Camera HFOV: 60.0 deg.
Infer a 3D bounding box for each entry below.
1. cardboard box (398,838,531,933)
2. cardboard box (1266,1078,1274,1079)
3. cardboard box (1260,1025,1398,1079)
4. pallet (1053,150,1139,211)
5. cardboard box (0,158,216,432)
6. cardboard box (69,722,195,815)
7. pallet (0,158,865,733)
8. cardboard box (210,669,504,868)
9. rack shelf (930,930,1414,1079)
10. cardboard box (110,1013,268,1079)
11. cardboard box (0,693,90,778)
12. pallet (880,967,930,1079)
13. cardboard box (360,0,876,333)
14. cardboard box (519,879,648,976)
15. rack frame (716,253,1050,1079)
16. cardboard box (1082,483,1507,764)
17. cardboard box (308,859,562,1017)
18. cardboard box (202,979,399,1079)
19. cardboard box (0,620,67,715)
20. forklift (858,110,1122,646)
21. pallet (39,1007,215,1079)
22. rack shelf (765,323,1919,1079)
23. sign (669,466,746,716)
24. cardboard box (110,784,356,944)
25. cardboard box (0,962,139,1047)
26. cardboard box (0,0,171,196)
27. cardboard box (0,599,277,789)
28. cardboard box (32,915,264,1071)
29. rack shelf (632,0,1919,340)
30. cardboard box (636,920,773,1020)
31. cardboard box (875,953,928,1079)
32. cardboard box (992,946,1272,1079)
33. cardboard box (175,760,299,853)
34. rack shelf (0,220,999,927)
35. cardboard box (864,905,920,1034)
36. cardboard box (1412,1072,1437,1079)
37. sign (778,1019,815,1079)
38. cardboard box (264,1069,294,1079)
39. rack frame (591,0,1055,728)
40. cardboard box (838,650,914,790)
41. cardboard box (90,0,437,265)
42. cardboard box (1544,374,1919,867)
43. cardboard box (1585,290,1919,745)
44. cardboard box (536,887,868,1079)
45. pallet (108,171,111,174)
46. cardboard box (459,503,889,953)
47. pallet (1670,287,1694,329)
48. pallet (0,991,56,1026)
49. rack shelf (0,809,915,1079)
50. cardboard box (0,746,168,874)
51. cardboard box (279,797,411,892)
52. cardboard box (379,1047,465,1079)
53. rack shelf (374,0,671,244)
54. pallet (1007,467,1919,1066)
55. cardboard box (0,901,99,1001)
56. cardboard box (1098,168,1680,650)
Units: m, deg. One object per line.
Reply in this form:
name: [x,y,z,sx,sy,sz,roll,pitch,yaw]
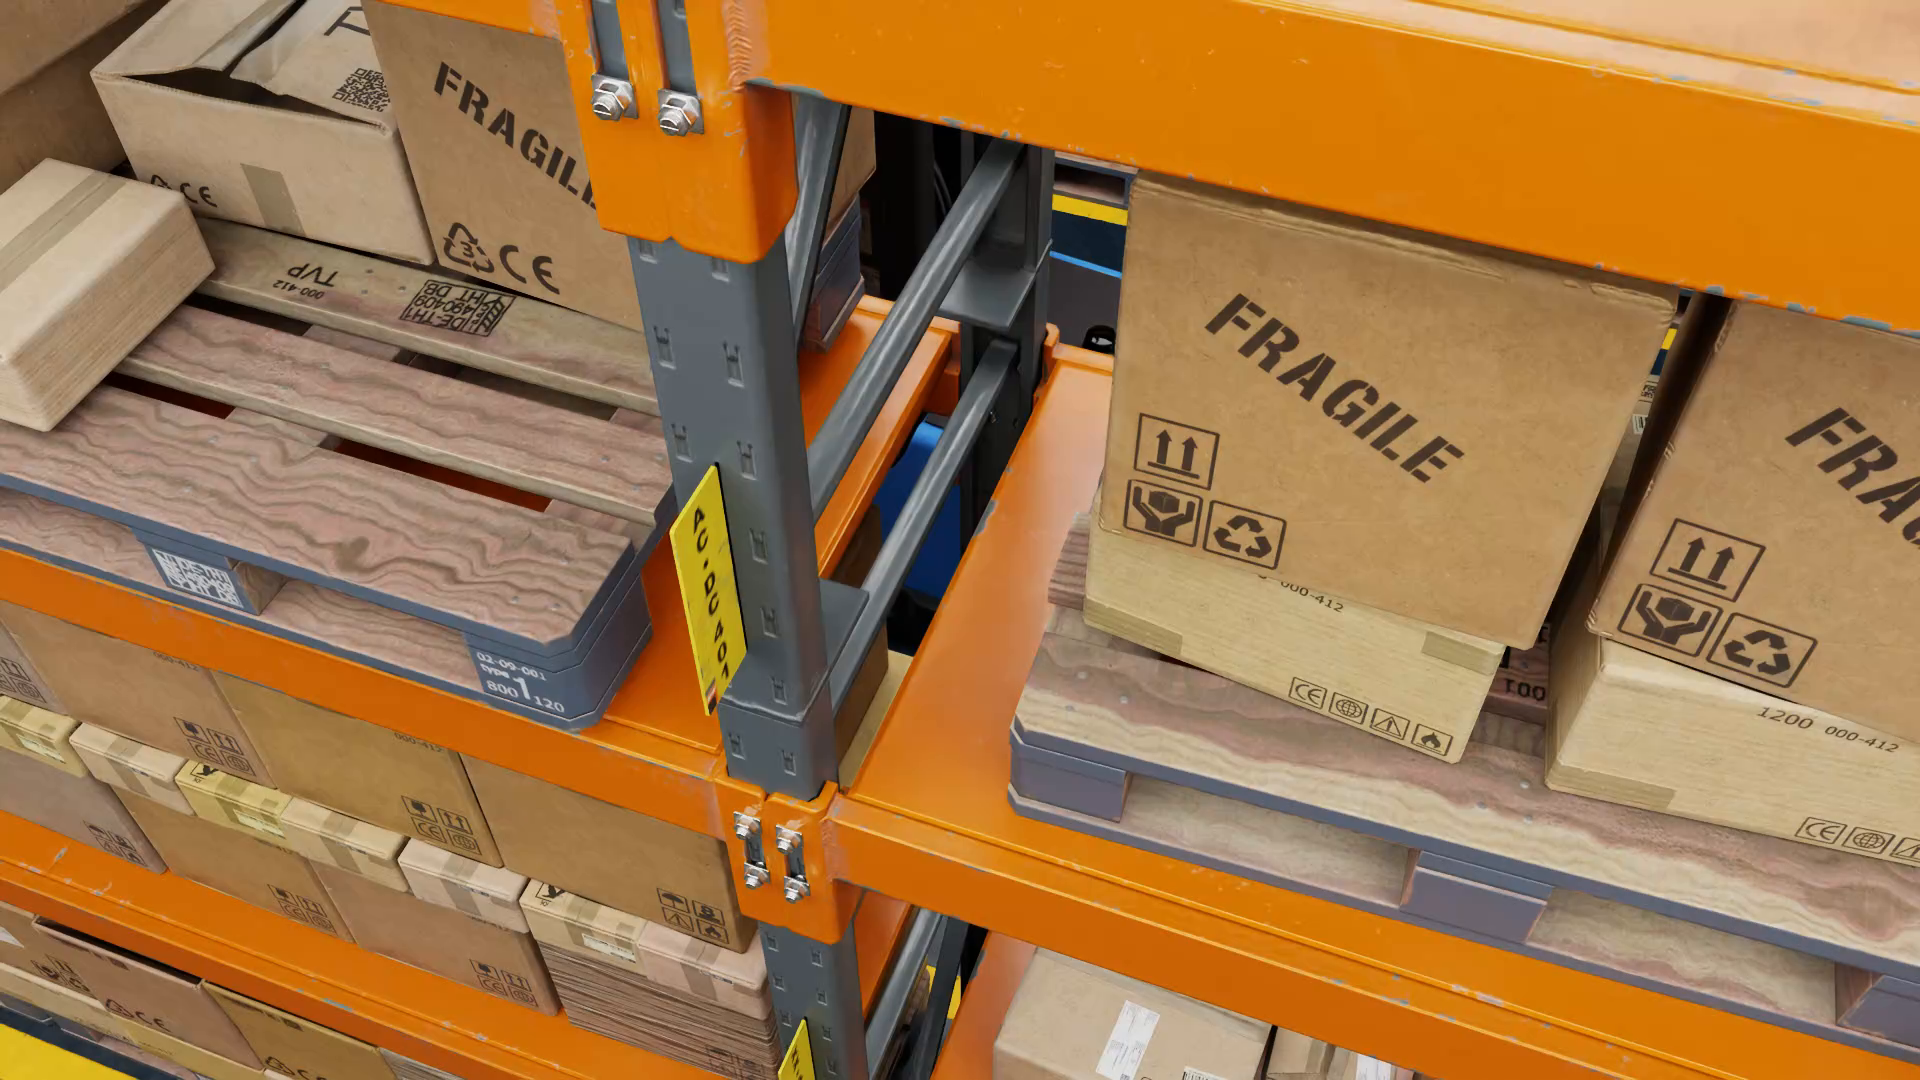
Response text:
cardboard box: [-0.890,0.549,3.294,0.250,0.149,0.380,14,51,12]
cardboard box: [0.677,1.306,3.299,0.250,0.149,0.380,16,51,13]
cardboard box: [0.805,0.991,3.495,0.258,0.266,0.396,14,51,12]
pallet: [0.988,-1.903,7.760,1.213,0.211,1.003,16,51,13]
cardboard box: [-1.309,-0.359,2.387,0.250,0.149,0.380,16,51,13]
cardboard box: [-1.603,0.349,3.468,0.250,0.149,0.380,17,51,14]
pallet: [-0.892,-0.312,2.609,1.213,0.211,1.003,16,51,13]
cardboard box: [-0.976,0.146,3.214,0.500,0.500,0.700,15,51,13]
rack shelf: [1.793,1.606,3.349,4.000,0.370,1.077,16,51,13]
cardboard box: [-2.003,1.254,4.720,0.500,0.250,0.500,16,51,13]
cardboard box: [-1.853,0.281,3.526,0.250,0.149,0.380,17,51,14]
pallet: [-0.815,1.522,4.791,1.213,0.211,1.003,16,51,13]
cardboard box: [-0.464,-0.671,2.425,0.500,0.500,0.500,19,52,16]
cardboard box: [-0.644,0.616,3.236,0.250,0.149,0.380,15,51,12]
rack frame: [-0.083,0.847,3.531,0.127,3.000,1.000,16,51,13]
cardboard box: [0.491,-0.056,2.150,0.500,0.250,0.500,20,52,17]
cardboard box: [-0.999,0.569,3.706,0.500,0.500,0.700,15,51,13]
cardboard box: [-1.529,1.130,4.331,0.500,0.500,0.500,16,51,13]
cardboard box: [-1.914,-0.117,3.442,0.500,0.500,0.700,16,51,13]
forklift: [-0.559,-1.169,5.324,3.031,2.935,1.130,20,52,17]
pallet: [-1.963,1.204,5.067,1.213,0.211,1.003,16,51,13]
rack shelf: [1.793,0.624,2.216,4.000,0.370,1.077,16,51,13]
sign: [-0.274,0.063,1.831,0.005,0.325,0.100,16,51,13]
cardboard box: [-1.468,0.435,3.822,0.500,0.500,0.700,16,51,14]
cardboard box: [-2.470,1.120,4.836,0.500,0.250,0.500,16,51,13]
cardboard box: [-1.584,-0.874,2.598,0.637,0.503,0.797,21,52,17]
cardboard box: [-1.446,0.014,3.328,0.500,0.500,0.700,16,51,13]
cardboard box: [-2.003,1.009,4.436,0.500,0.500,0.500,16,51,13]
rack shelf: [1.793,-0.228,1.233,4.000,0.370,1.077,16,51,13]
cardboard box: [-0.413,0.682,3.178,0.250,0.149,0.380,16,51,13]
cardboard box: [-0.413,1.273,4.703,0.500,0.250,0.500,16,51,13]
cardboard box: [0.394,0.994,3.503,0.500,0.250,0.500,19,52,15]
cardboard box: [-1.366,0.414,3.410,0.250,0.149,0.380,15,51,13]
rack shelf: [-1.959,-0.424,3.123,4.000,0.370,1.077,16,51,13]
cardboard box: [-0.410,1.021,4.426,0.500,0.500,0.500,16,51,13]
cardboard box: [1.126,1.165,3.190,0.500,0.500,0.500,19,52,16]
sign: [-0.274,0.931,2.833,0.005,0.325,0.100,16,51,13]
cardboard box: [-1.534,1.385,4.607,0.500,0.250,0.500,16,51,13]
rack frame: [-0.083,-1.118,1.264,0.127,3.000,1.000,16,51,13]
cardboard box: [-0.268,0.394,3.428,0.250,0.149,0.380,16,51,13]
cardboard box: [-0.971,-0.750,2.619,0.500,0.311,0.500,13,50,11]
cardboard box: [1.008,0.086,2.027,0.500,0.250,0.500,11,50,10]
cardboard box: [1.024,-0.148,1.733,0.500,0.500,0.500,20,52,17]
cardboard box: [-0.502,0.702,3.590,0.500,0.500,0.700,14,51,12]
pallet: [-2.033,-0.632,2.887,1.213,0.211,1.003,16,51,13]
cardboard box: [-0.502,0.277,3.100,0.500,0.500,0.700,16,51,13]
pallet: [3.509,-1.231,7.178,1.213,0.211,1.003,16,51,13]
pallet: [-3.104,0.883,5.345,1.213,0.211,1.003,16,51,13]
rack shelf: [-1.959,0.559,4.257,4.000,0.370,1.077,16,51,13]
cardboard box: [-1.949,0.301,3.938,0.500,0.500,0.700,17,51,14]
cardboard box: [-1.137,0.481,3.353,0.250,0.149,0.380,15,51,13]
cardboard box: [-1.059,1.258,4.220,0.500,0.500,0.500,16,51,13]
rack shelf: [-1.959,-1.275,2.141,4.000,0.370,1.077,16,51,13]
pallet: [0.749,0.149,2.278,1.217,0.209,0.805,14,50,12]
cardboard box: [-2.466,0.866,4.560,0.500,0.500,0.500,16,51,13]
cardboard box: [0.482,-0.280,1.848,0.500,0.500,0.500,16,51,14]
